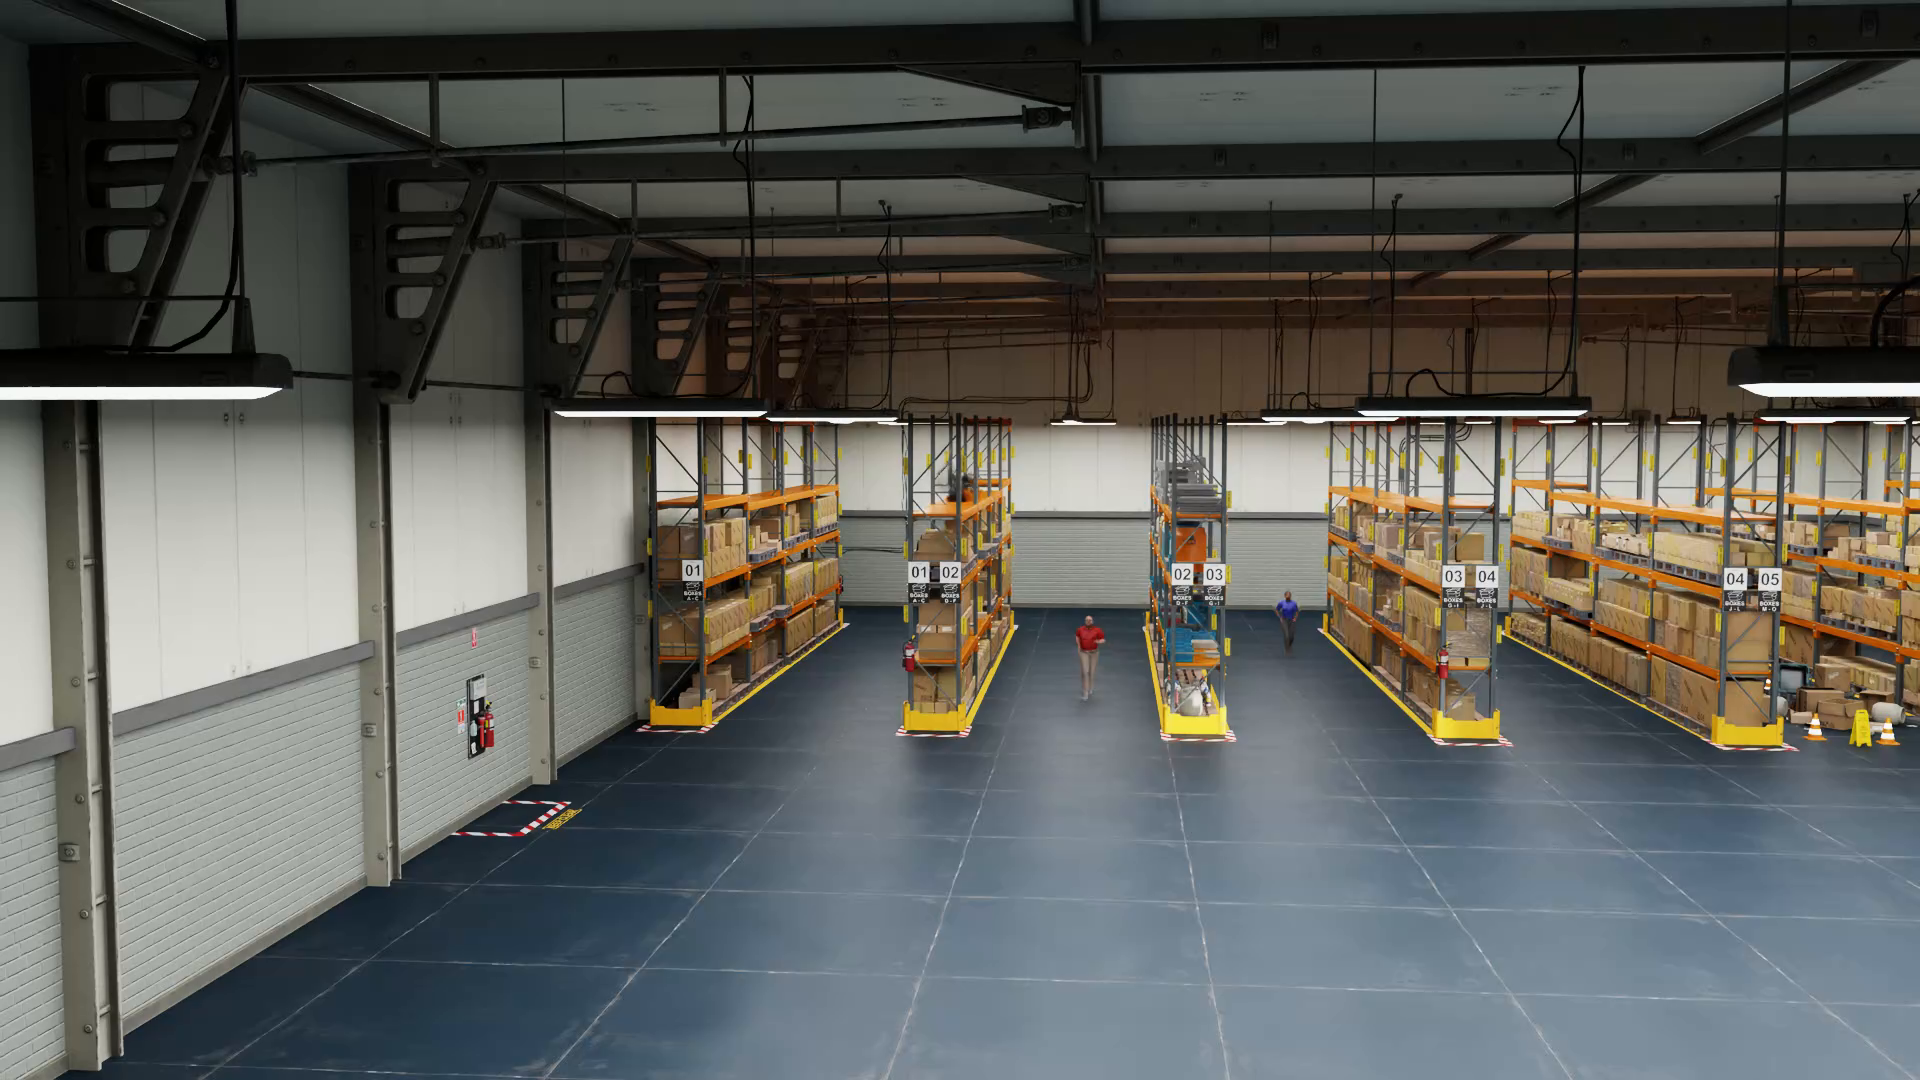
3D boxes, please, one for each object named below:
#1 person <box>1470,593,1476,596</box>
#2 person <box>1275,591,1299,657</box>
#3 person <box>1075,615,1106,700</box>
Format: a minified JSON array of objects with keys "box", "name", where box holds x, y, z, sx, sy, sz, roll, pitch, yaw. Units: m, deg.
[{"box":[13.839,1.937,44.765,0.627,1.563,0.562,1,4,10],"name":"person"},{"box":[8.248,2.101,41.947,0.586,1.626,0.633,0,4,2],"name":"person"},{"box":[2.773,2.495,35.346,0.629,1.803,0.794,0,4,1],"name":"person"}]
